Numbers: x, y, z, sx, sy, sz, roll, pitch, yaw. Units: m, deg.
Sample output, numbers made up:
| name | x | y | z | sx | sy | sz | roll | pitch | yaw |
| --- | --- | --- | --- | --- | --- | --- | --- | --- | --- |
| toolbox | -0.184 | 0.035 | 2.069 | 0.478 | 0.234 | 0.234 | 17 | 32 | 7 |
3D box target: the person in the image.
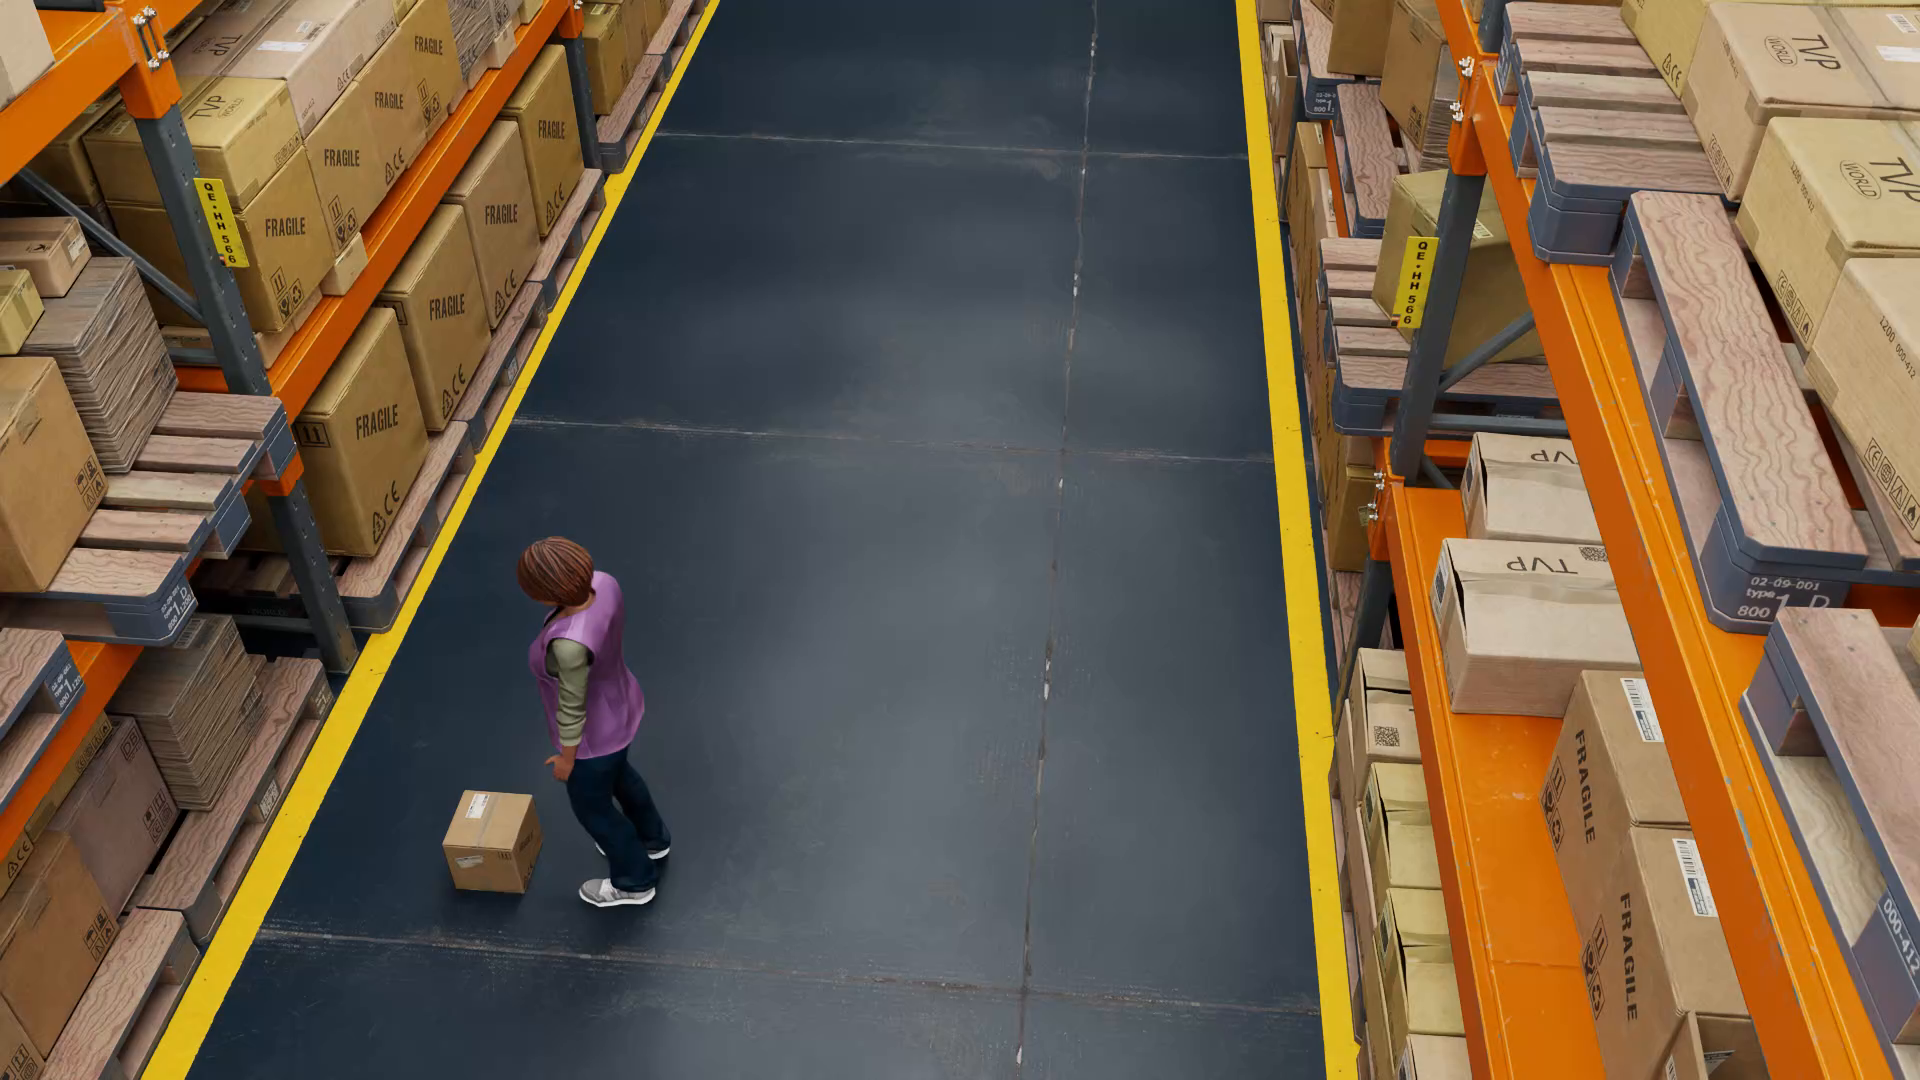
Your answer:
| name | x | y | z | sx | sy | sz | roll | pitch | yaw |
| --- | --- | --- | --- | --- | --- | --- | --- | --- | --- |
| person | -1.193 | 0.618 | 5.453 | 0.300 | 1.593 | 0.408 | 4 | 41 | 5 |
